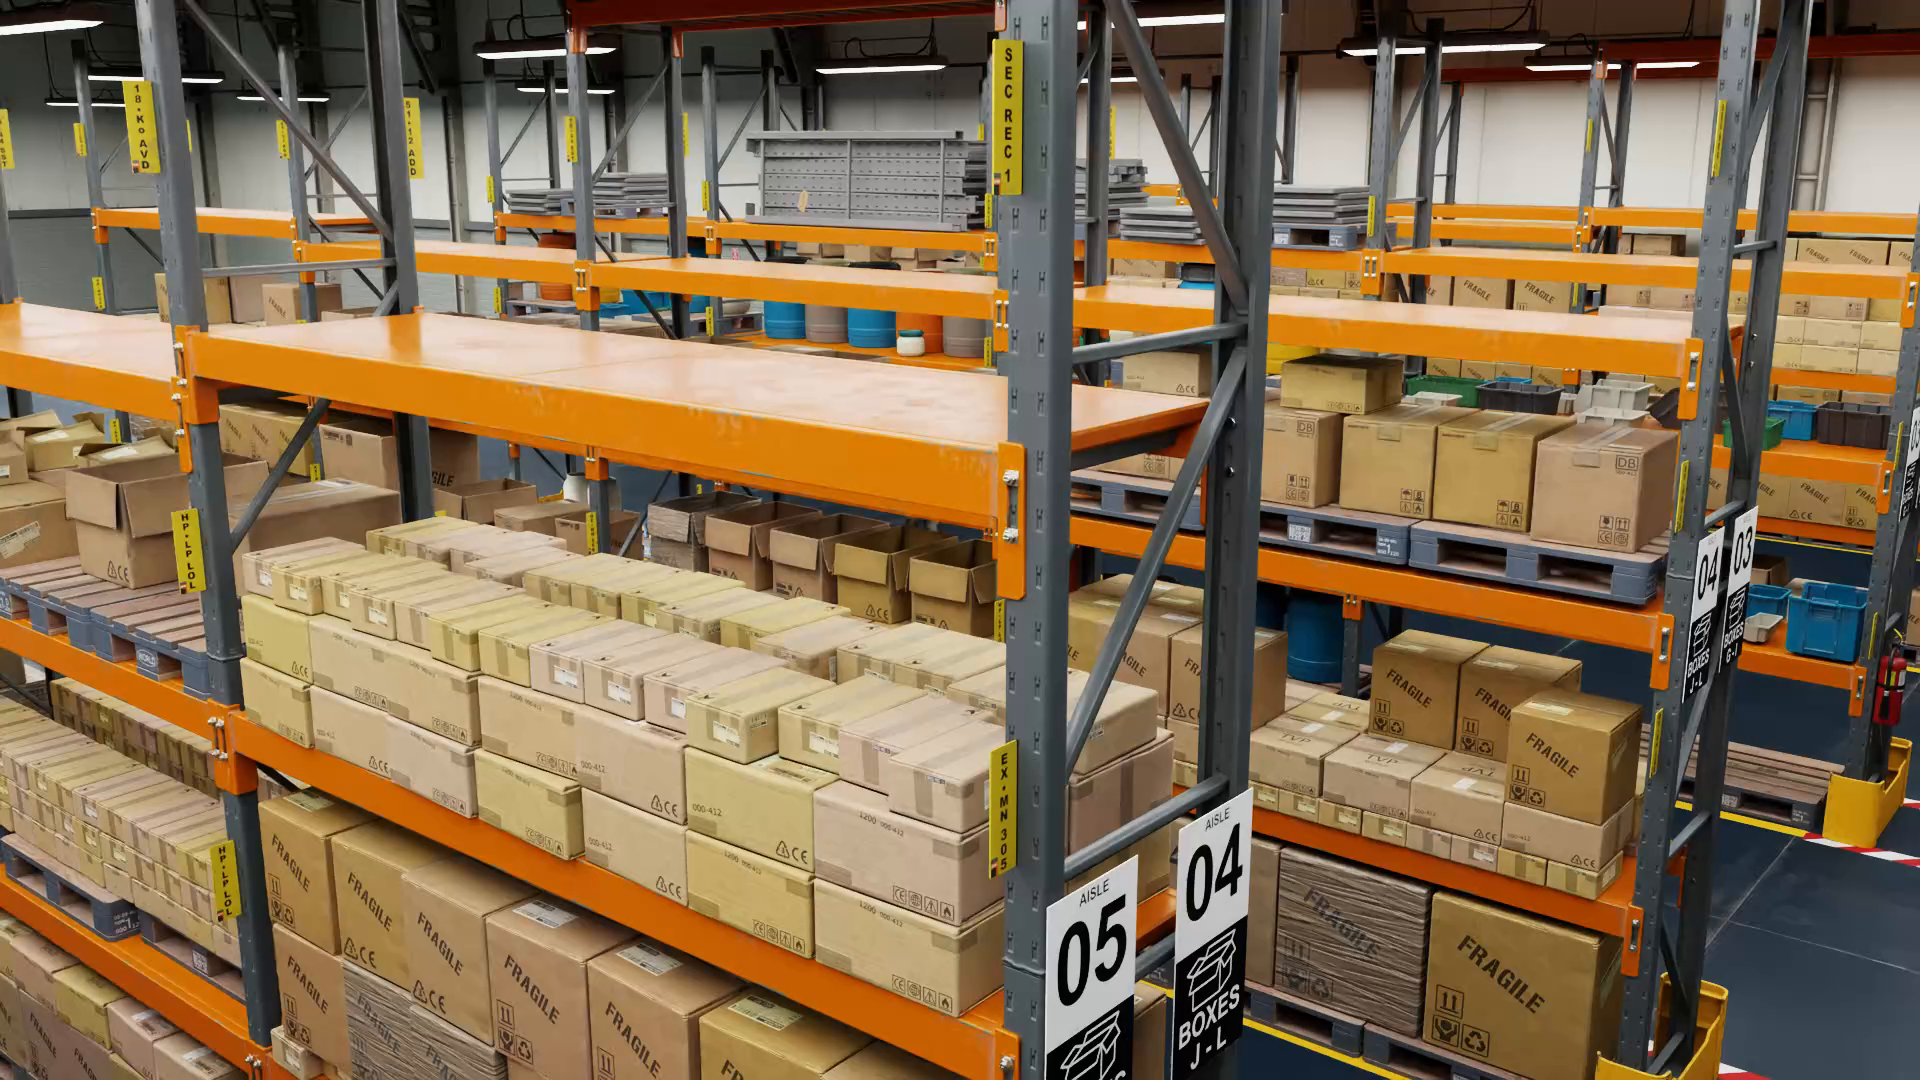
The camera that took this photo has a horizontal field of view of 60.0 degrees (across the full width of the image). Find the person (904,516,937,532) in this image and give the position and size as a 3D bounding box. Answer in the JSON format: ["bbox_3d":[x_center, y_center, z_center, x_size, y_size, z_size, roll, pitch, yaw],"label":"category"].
[{"bbox_3d":[-0.430,-0.319,19.278,0.416,1.552,0.896,-6,15,-22],"label":"person"}]
